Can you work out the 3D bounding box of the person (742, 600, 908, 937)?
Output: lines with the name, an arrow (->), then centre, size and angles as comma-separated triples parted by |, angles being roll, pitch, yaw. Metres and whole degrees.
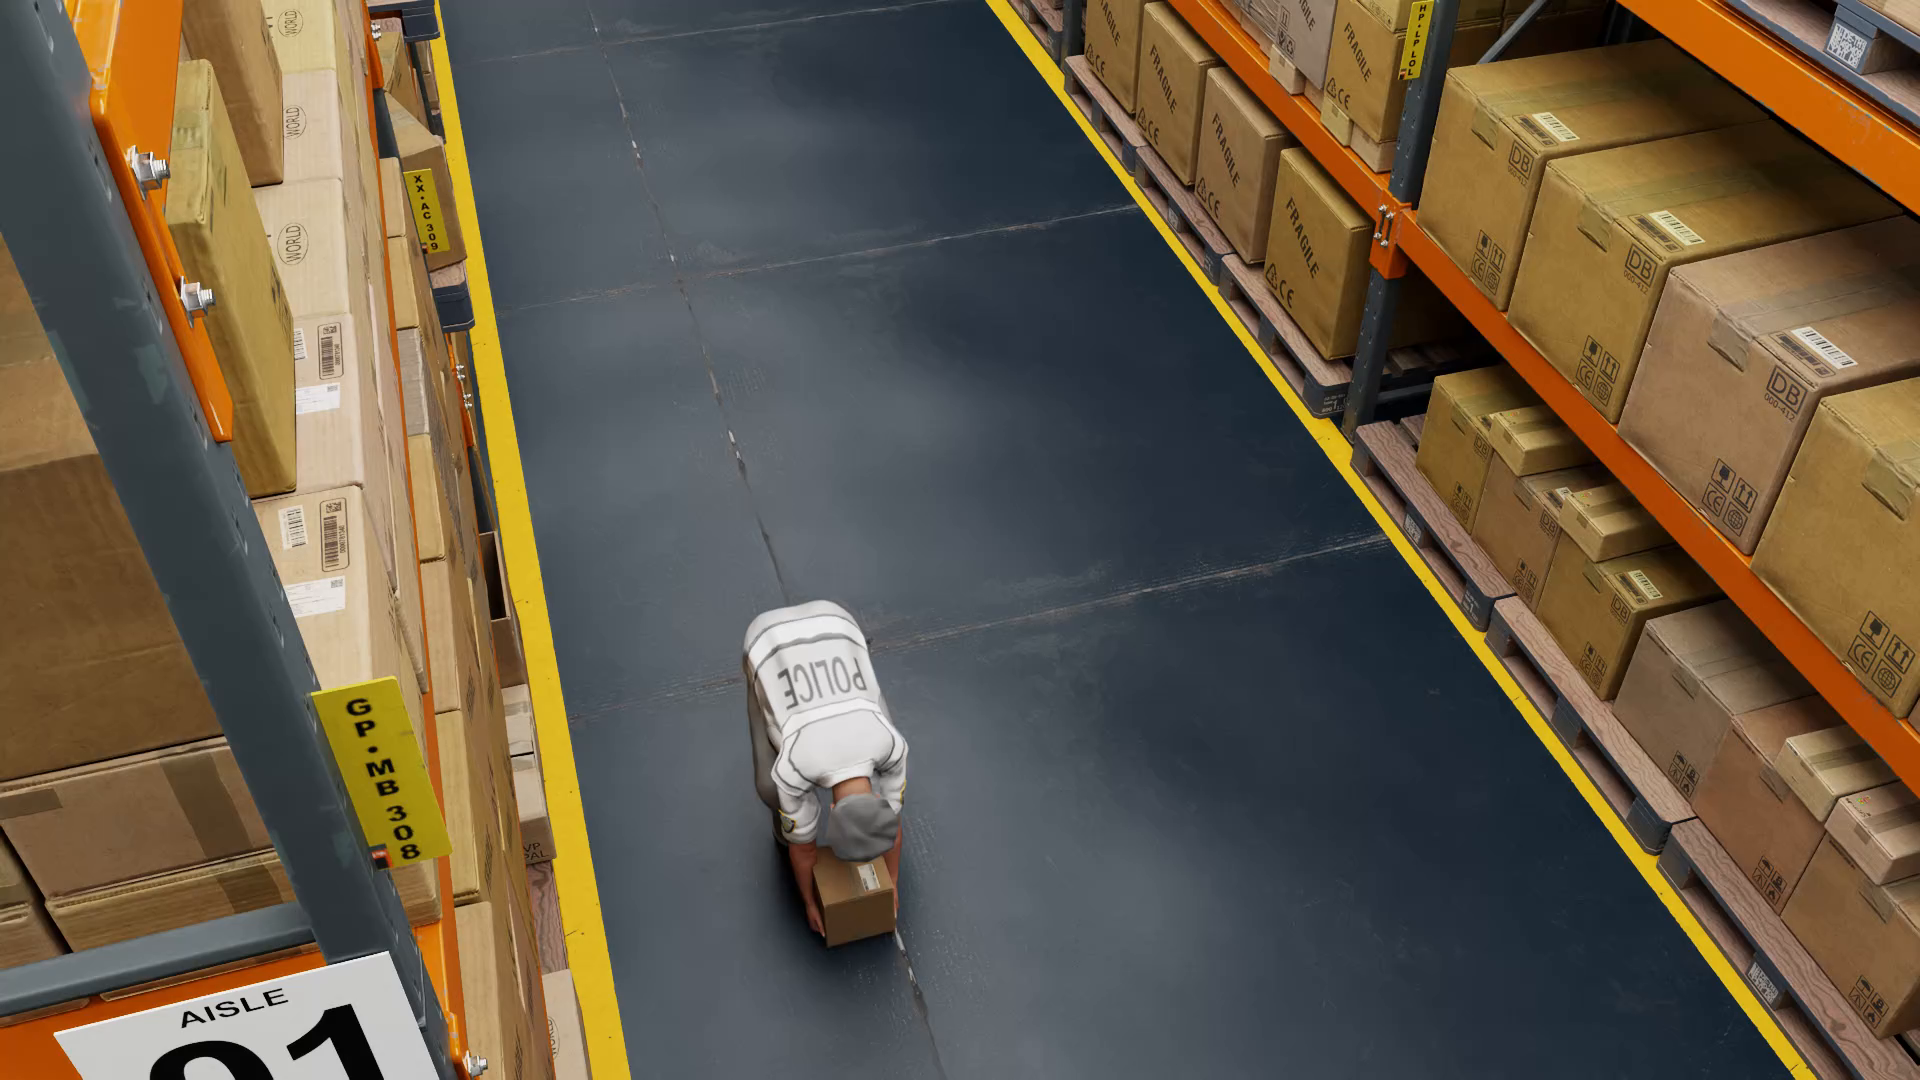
person -> -0.463, 0.800, 5.874 | 0.526, 0.939, 1.023 | -11, 43, -12
